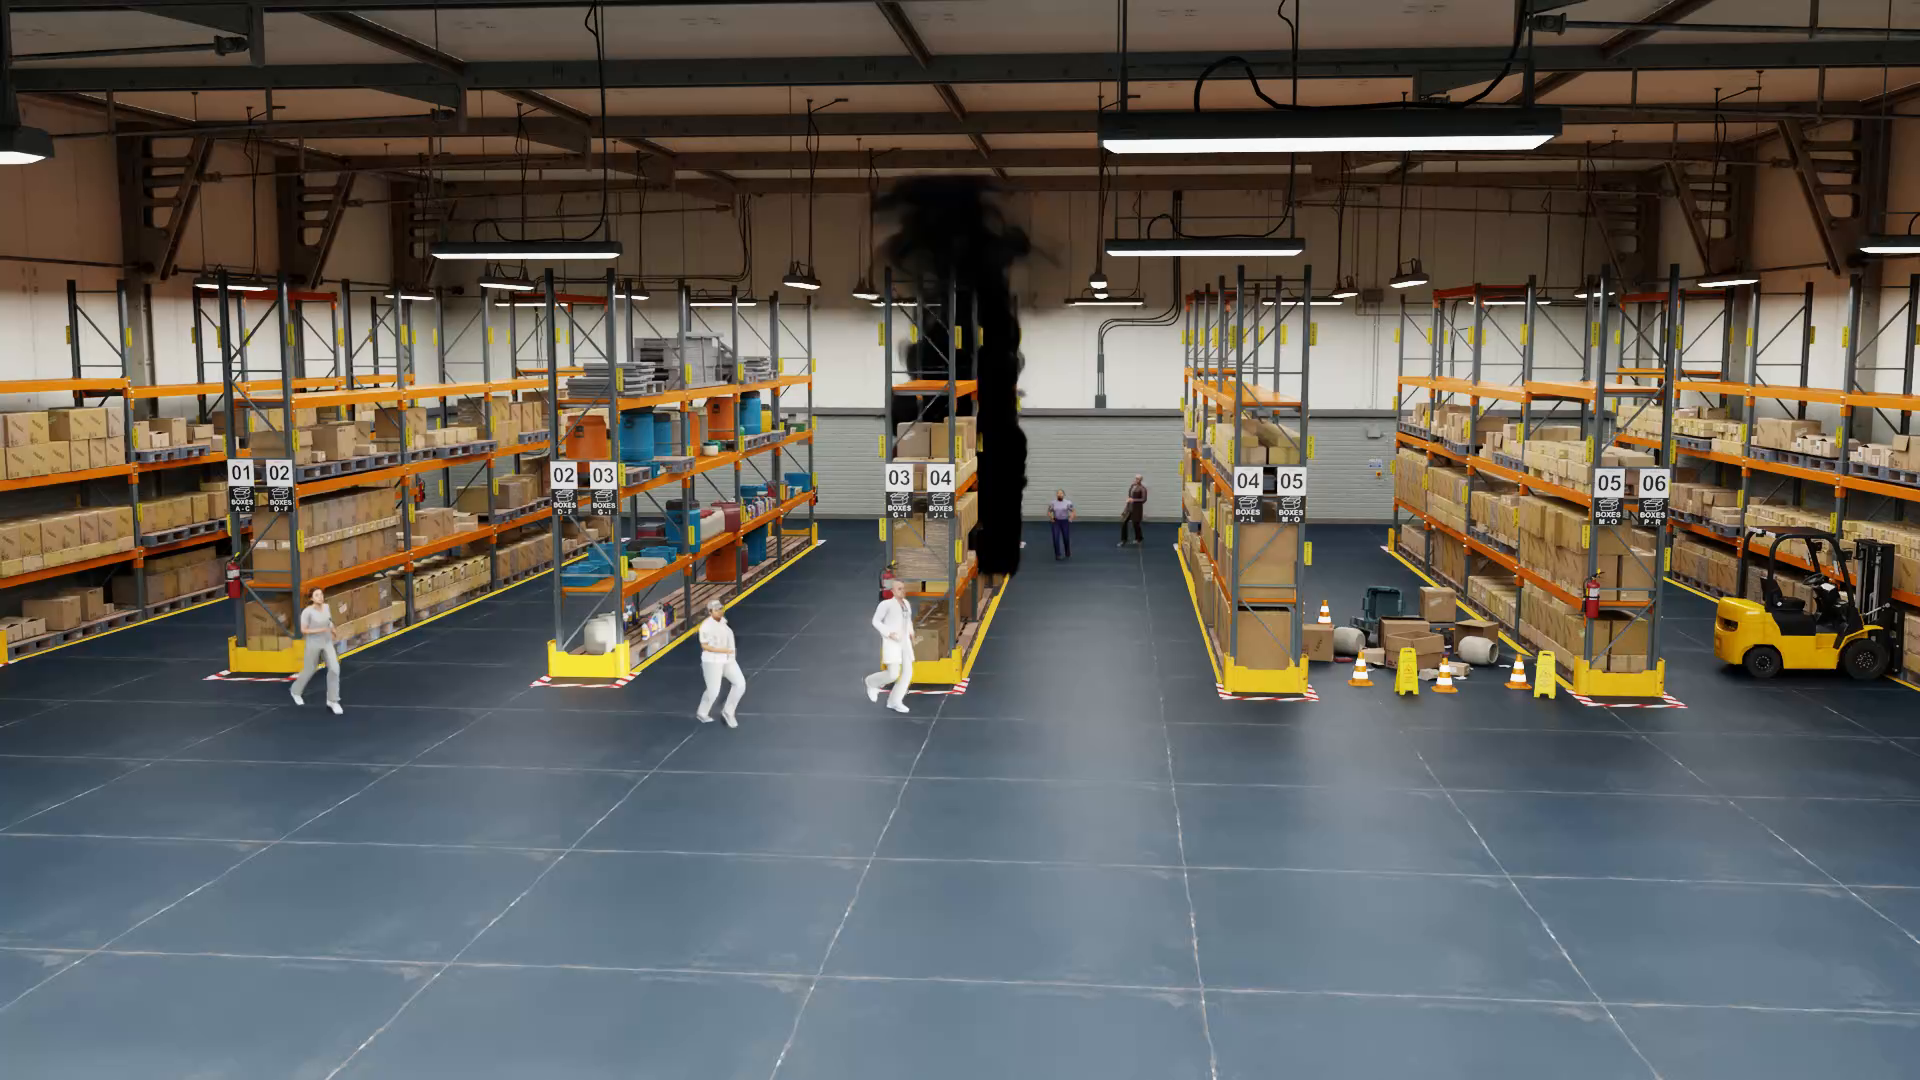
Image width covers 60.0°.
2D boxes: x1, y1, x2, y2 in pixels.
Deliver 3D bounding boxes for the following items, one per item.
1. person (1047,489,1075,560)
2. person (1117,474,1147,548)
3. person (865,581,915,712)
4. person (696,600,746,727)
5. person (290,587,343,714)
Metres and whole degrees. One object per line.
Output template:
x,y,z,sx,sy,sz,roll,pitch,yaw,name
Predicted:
2.271,-0.341,37.537,0.648,1.607,0.553,1,7,7,person
4.234,-0.692,39.813,0.783,1.799,0.691,-7,10,-44,person
-0.896,1.419,22.551,0.731,1.745,0.735,-7,10,-44,person
-3.111,1.601,21.499,0.703,1.683,0.611,6,9,40,person
-8.670,1.461,22.406,0.914,1.707,0.575,5,9,38,person
